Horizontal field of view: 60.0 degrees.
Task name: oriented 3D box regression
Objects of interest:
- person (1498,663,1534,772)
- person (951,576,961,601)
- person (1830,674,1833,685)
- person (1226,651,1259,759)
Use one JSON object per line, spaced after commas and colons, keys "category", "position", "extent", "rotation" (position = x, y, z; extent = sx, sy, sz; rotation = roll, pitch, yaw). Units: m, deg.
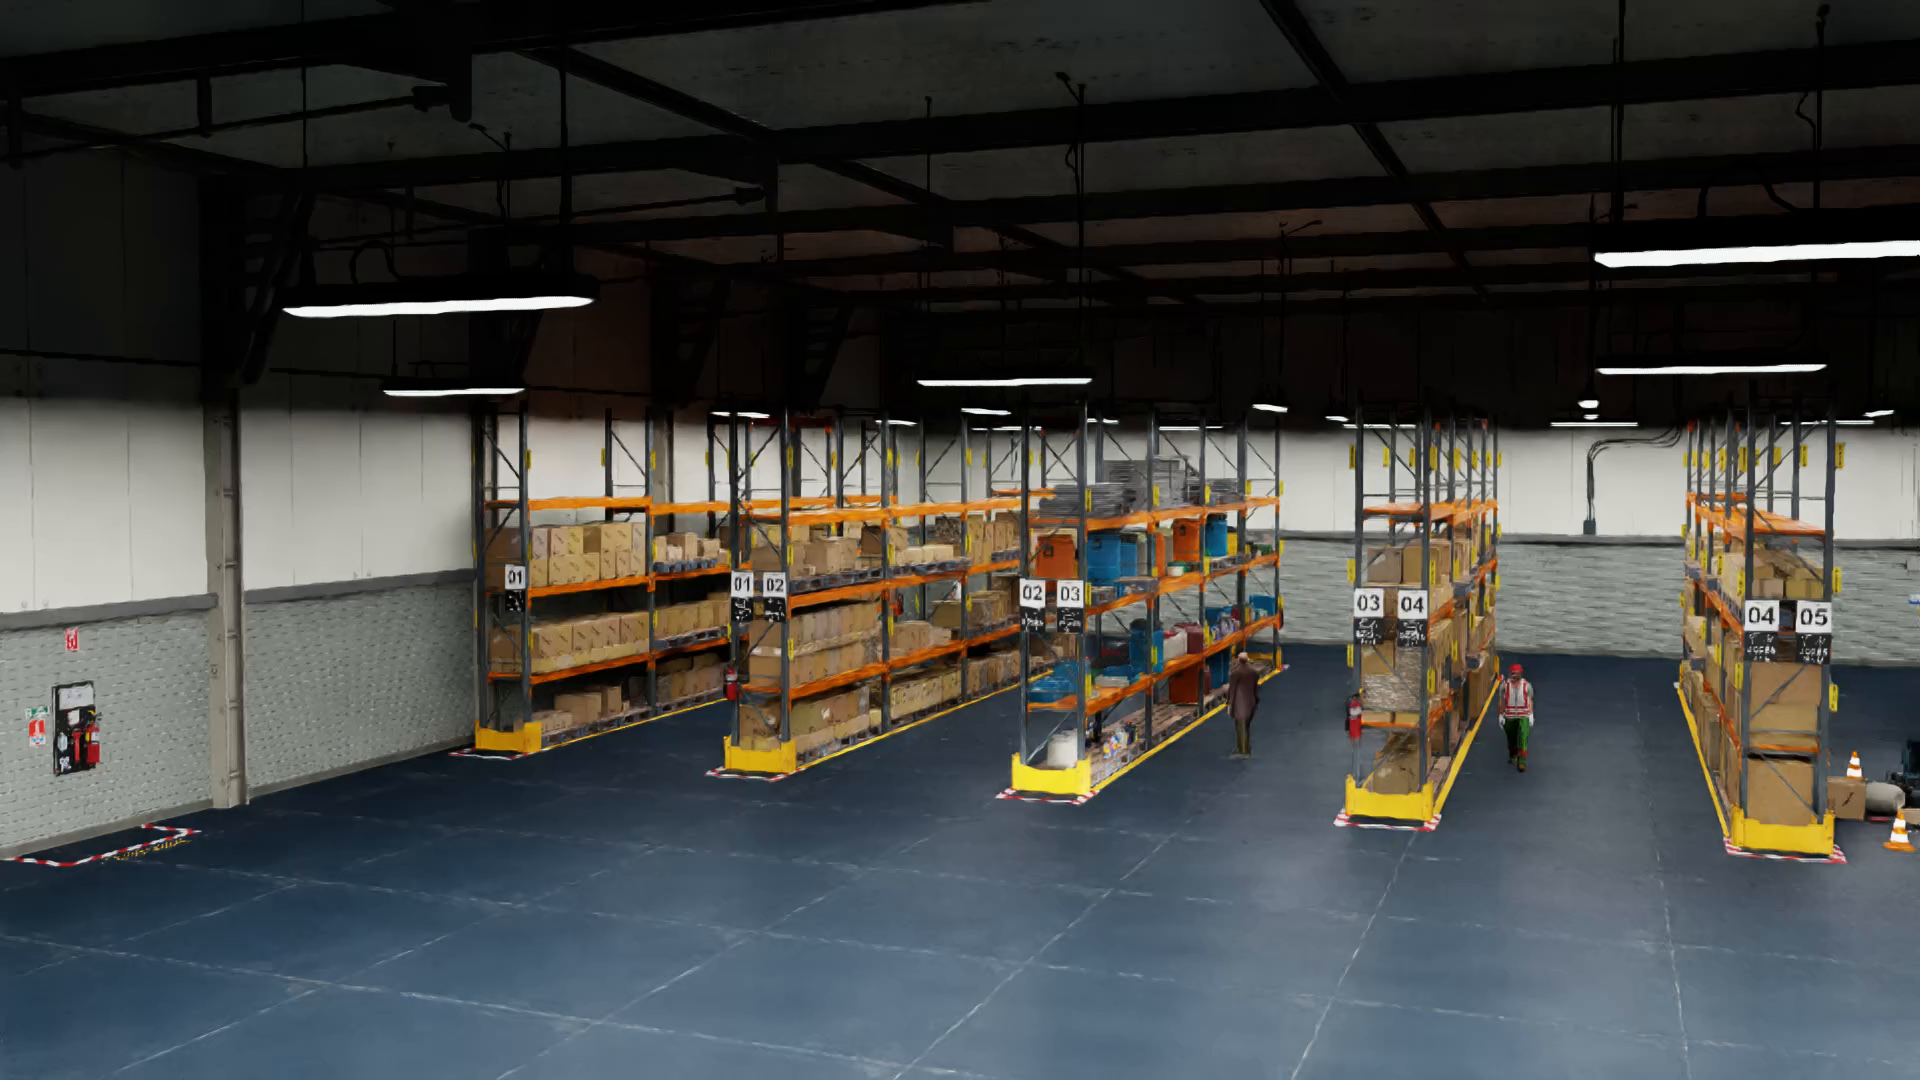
{"category": "person", "position": [8.959, 2.827, 26.812], "extent": [0.553, 1.709, 1.123], "rotation": [1, 3, 23]}
{"category": "person", "position": [-0.080, 1.785, 47.599], "extent": [0.704, 1.778, 0.445], "rotation": [-2, 3, -36]}
{"category": "person", "position": [18.435, 2.464, 35.714], "extent": [0.568, 1.582, 0.539], "rotation": [1, 3, 11]}
{"category": "person", "position": [4.699, 2.742, 27.802], "extent": [0.678, 1.773, 0.630], "rotation": [-2, 4, -39]}
